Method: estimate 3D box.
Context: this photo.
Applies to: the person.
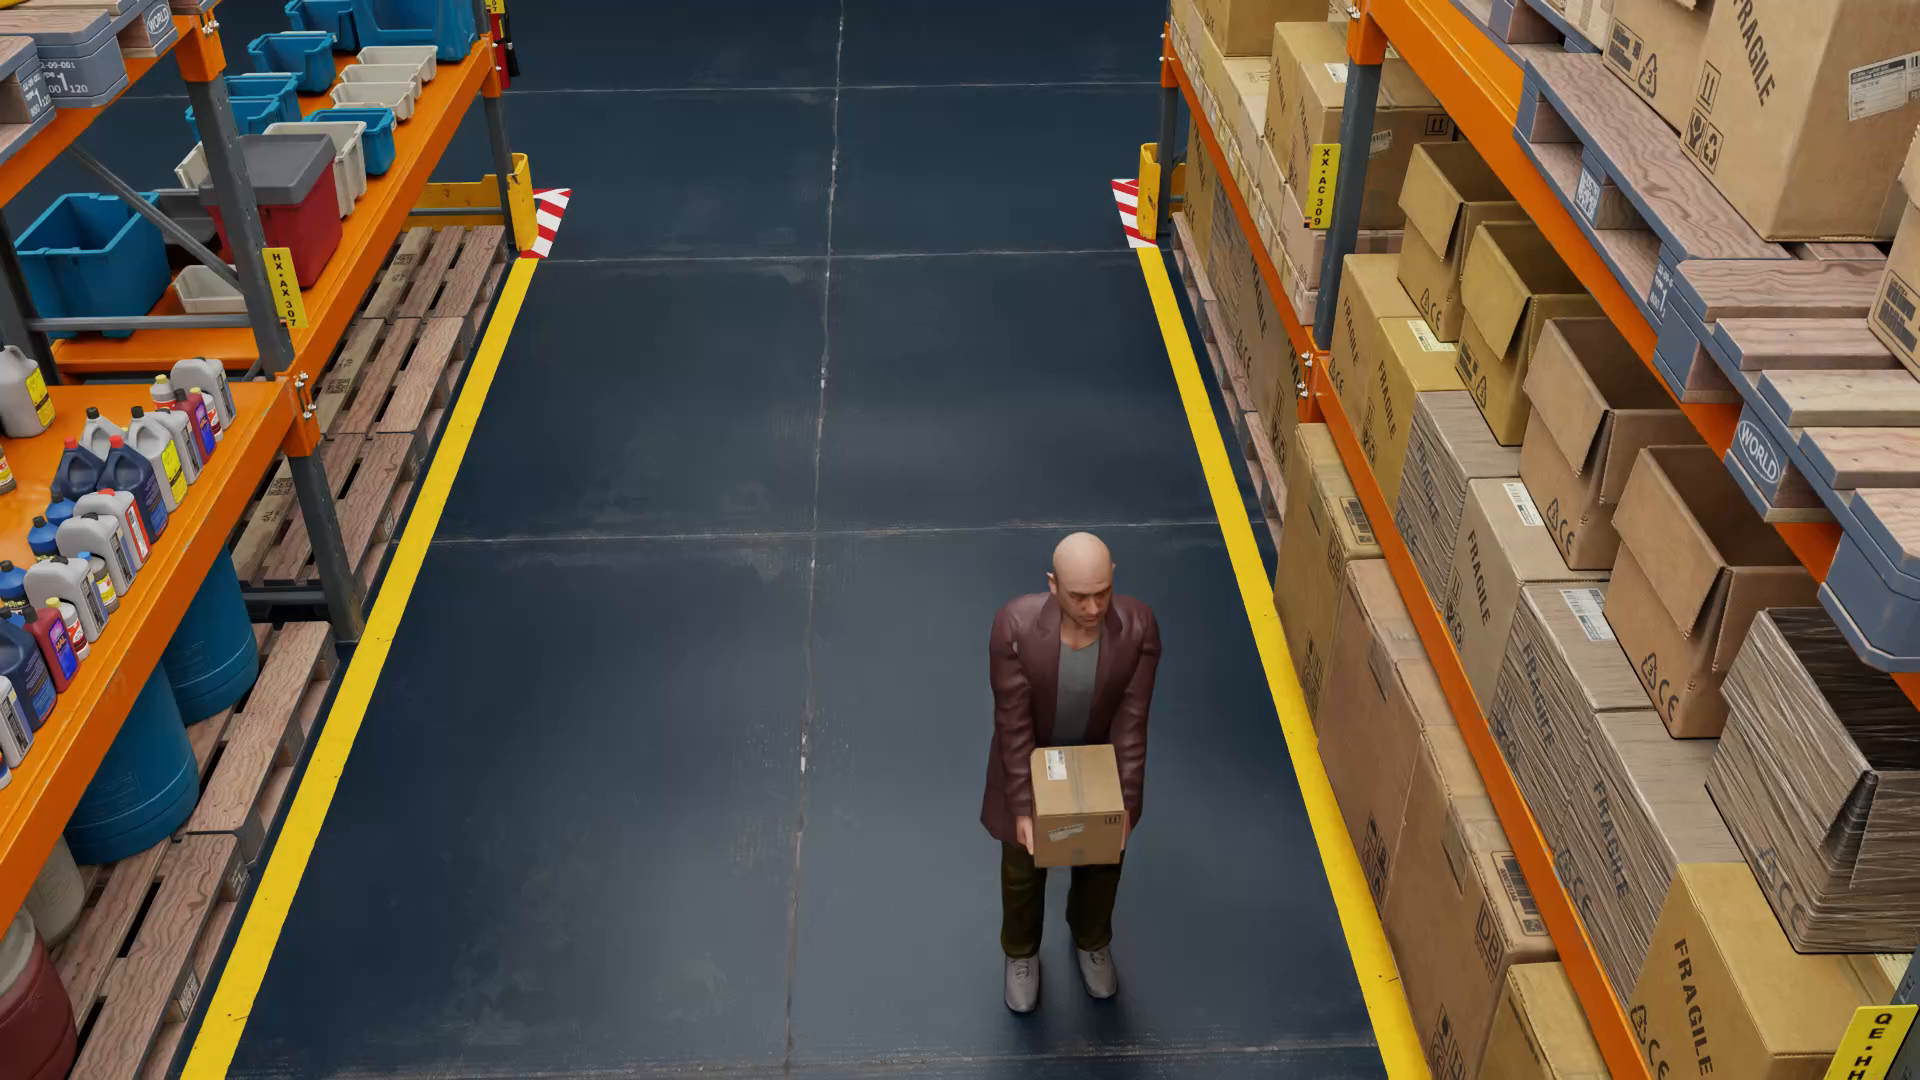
[{"bbox_3d":[0.329,0.748,5.090,0.527,1.774,0.573,-2,35,-3],"label":"person"}]
